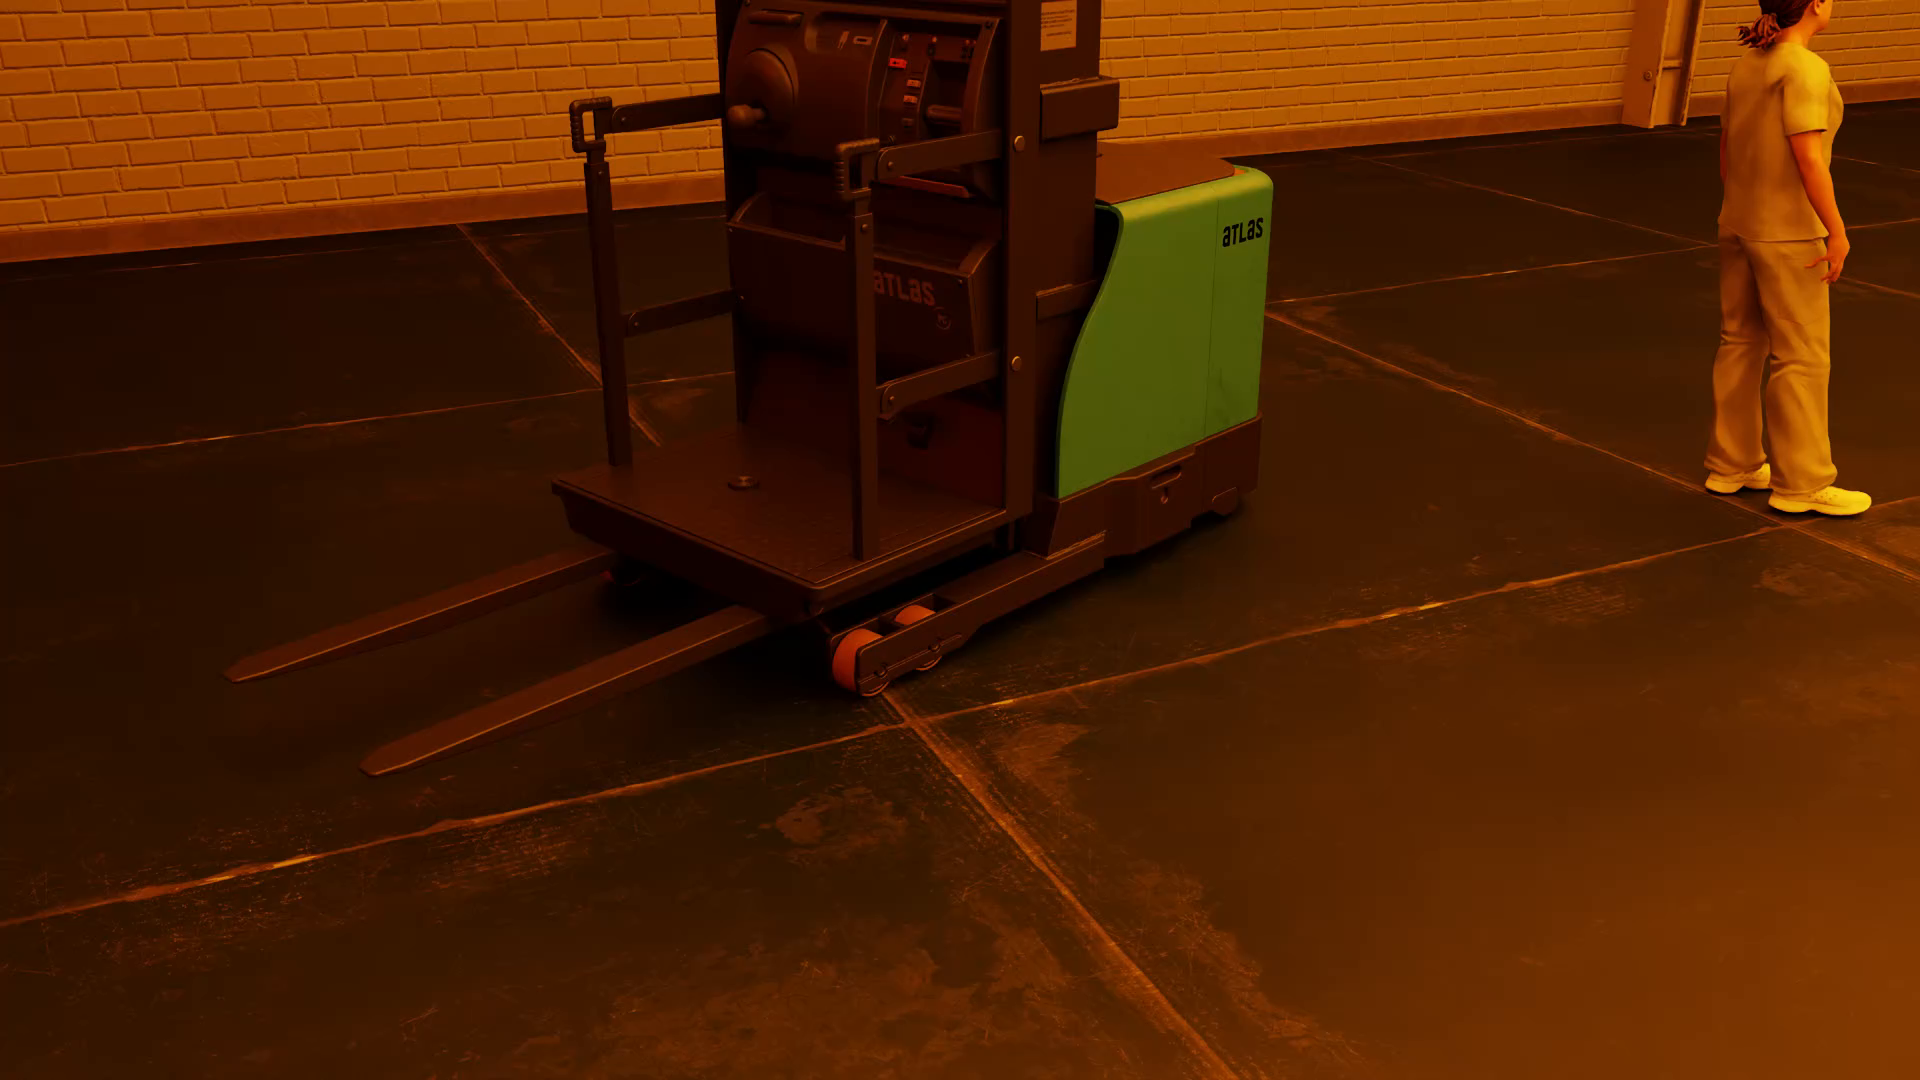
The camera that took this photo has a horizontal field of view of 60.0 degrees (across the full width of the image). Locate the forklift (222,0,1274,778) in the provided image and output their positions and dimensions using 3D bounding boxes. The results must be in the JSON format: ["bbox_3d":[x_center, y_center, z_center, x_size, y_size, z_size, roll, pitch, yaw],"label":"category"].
[{"bbox_3d":[-0.413,-1.182,4.131,1.130,2.935,3.031,19,29,39],"label":"forklift"}]

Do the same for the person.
[{"bbox_3d":[2.593,-0.939,5.164,0.548,1.673,0.550,-3,23,-7],"label":"person"}]
